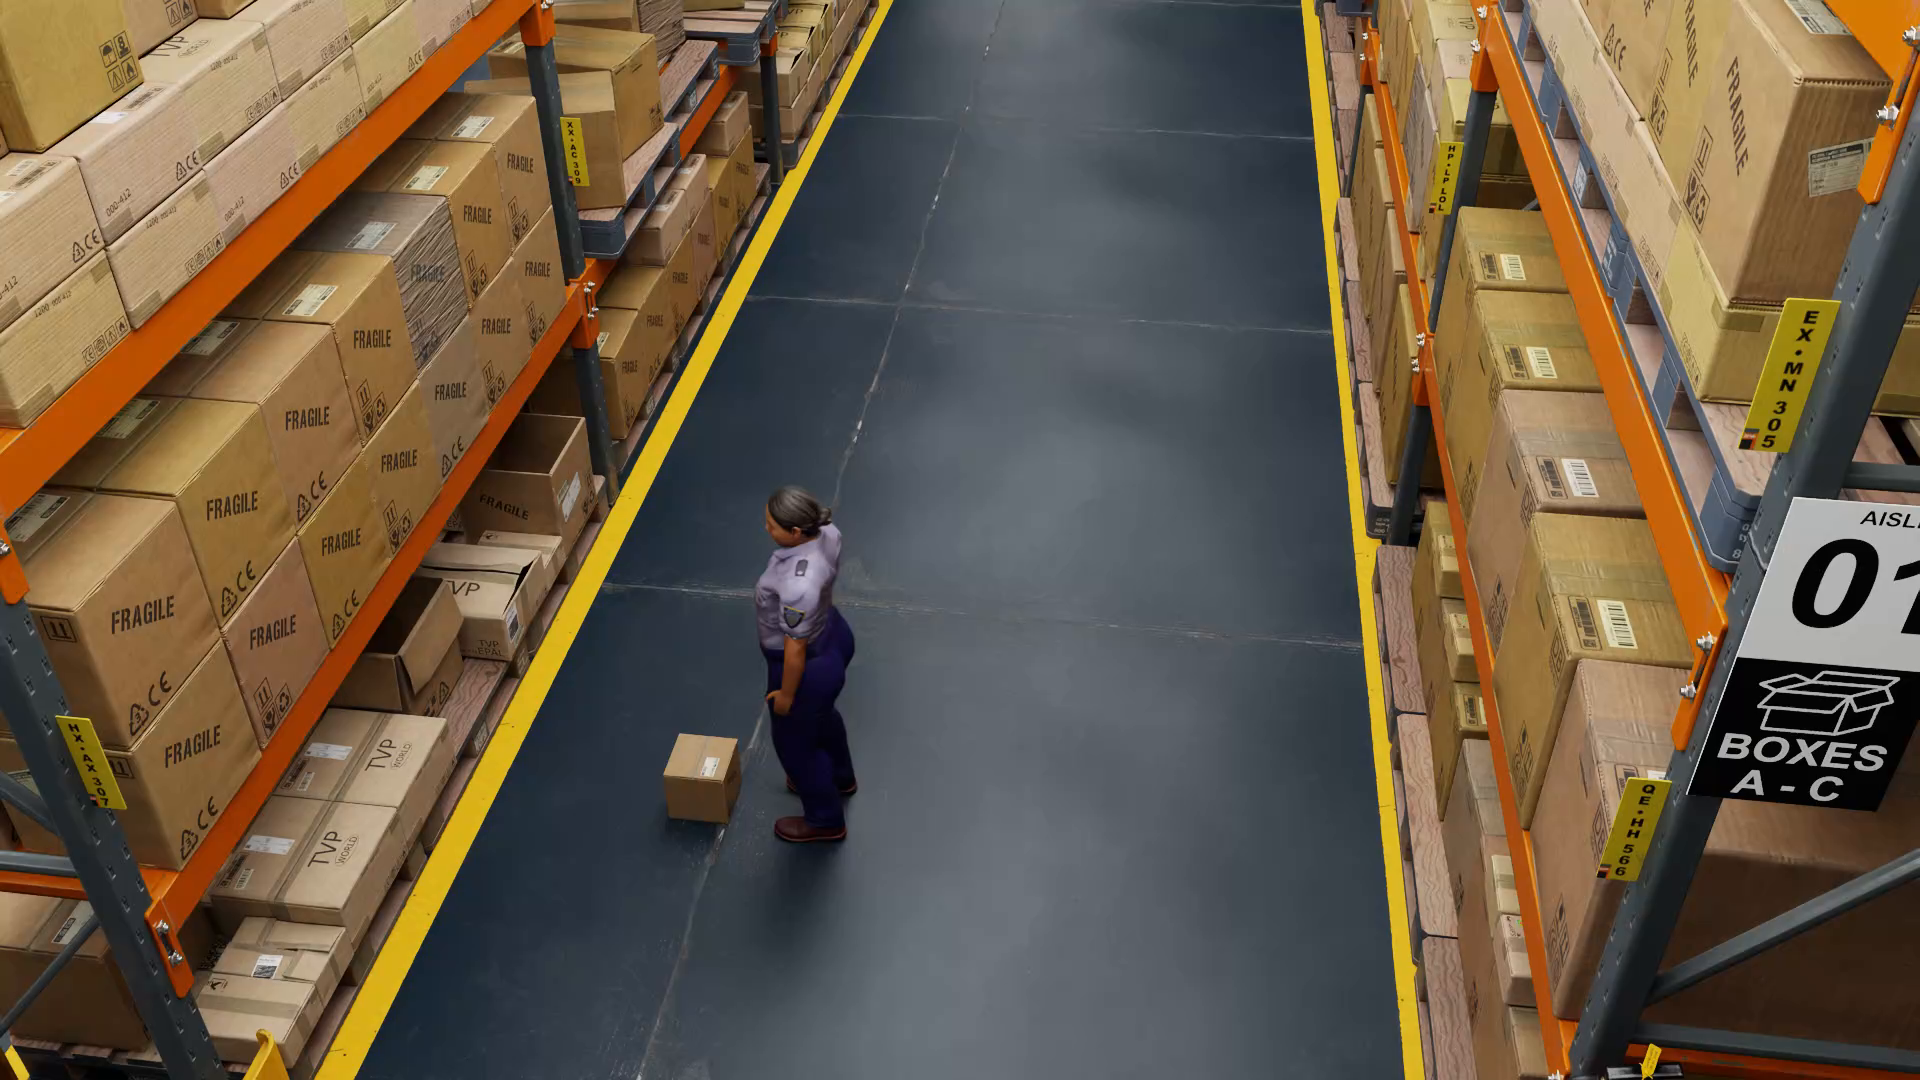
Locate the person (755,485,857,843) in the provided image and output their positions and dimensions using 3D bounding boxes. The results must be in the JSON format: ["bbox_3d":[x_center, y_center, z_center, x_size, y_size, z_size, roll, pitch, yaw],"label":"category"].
[{"bbox_3d":[-0.597,0.477,6.409,0.341,1.642,0.470,5,37,7],"label":"person"}]
